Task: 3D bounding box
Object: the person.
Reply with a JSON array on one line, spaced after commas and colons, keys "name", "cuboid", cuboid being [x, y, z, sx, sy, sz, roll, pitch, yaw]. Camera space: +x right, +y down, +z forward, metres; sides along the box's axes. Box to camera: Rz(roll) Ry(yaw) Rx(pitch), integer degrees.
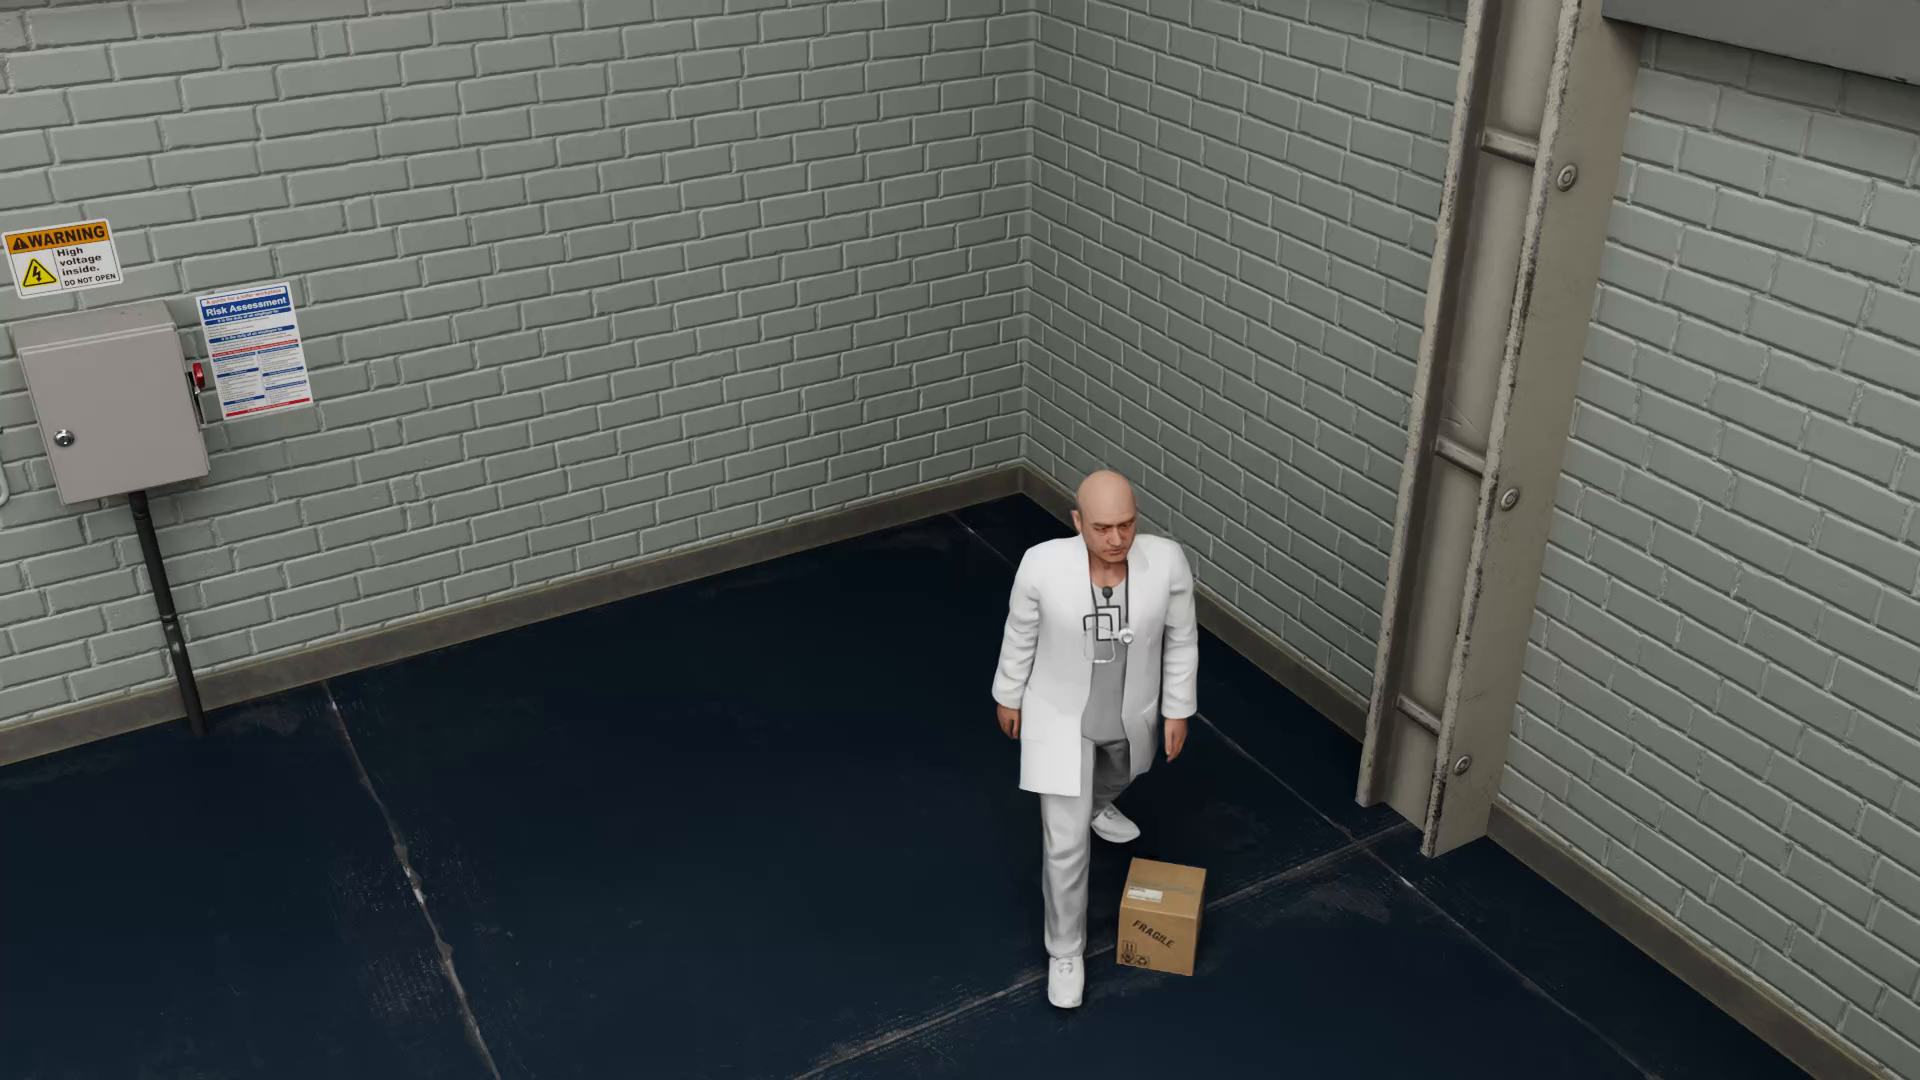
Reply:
[{"name": "person", "cuboid": [0.419, 0.496, 5.258, 0.623, 1.714, 1.055, -4, 29, -8]}]
